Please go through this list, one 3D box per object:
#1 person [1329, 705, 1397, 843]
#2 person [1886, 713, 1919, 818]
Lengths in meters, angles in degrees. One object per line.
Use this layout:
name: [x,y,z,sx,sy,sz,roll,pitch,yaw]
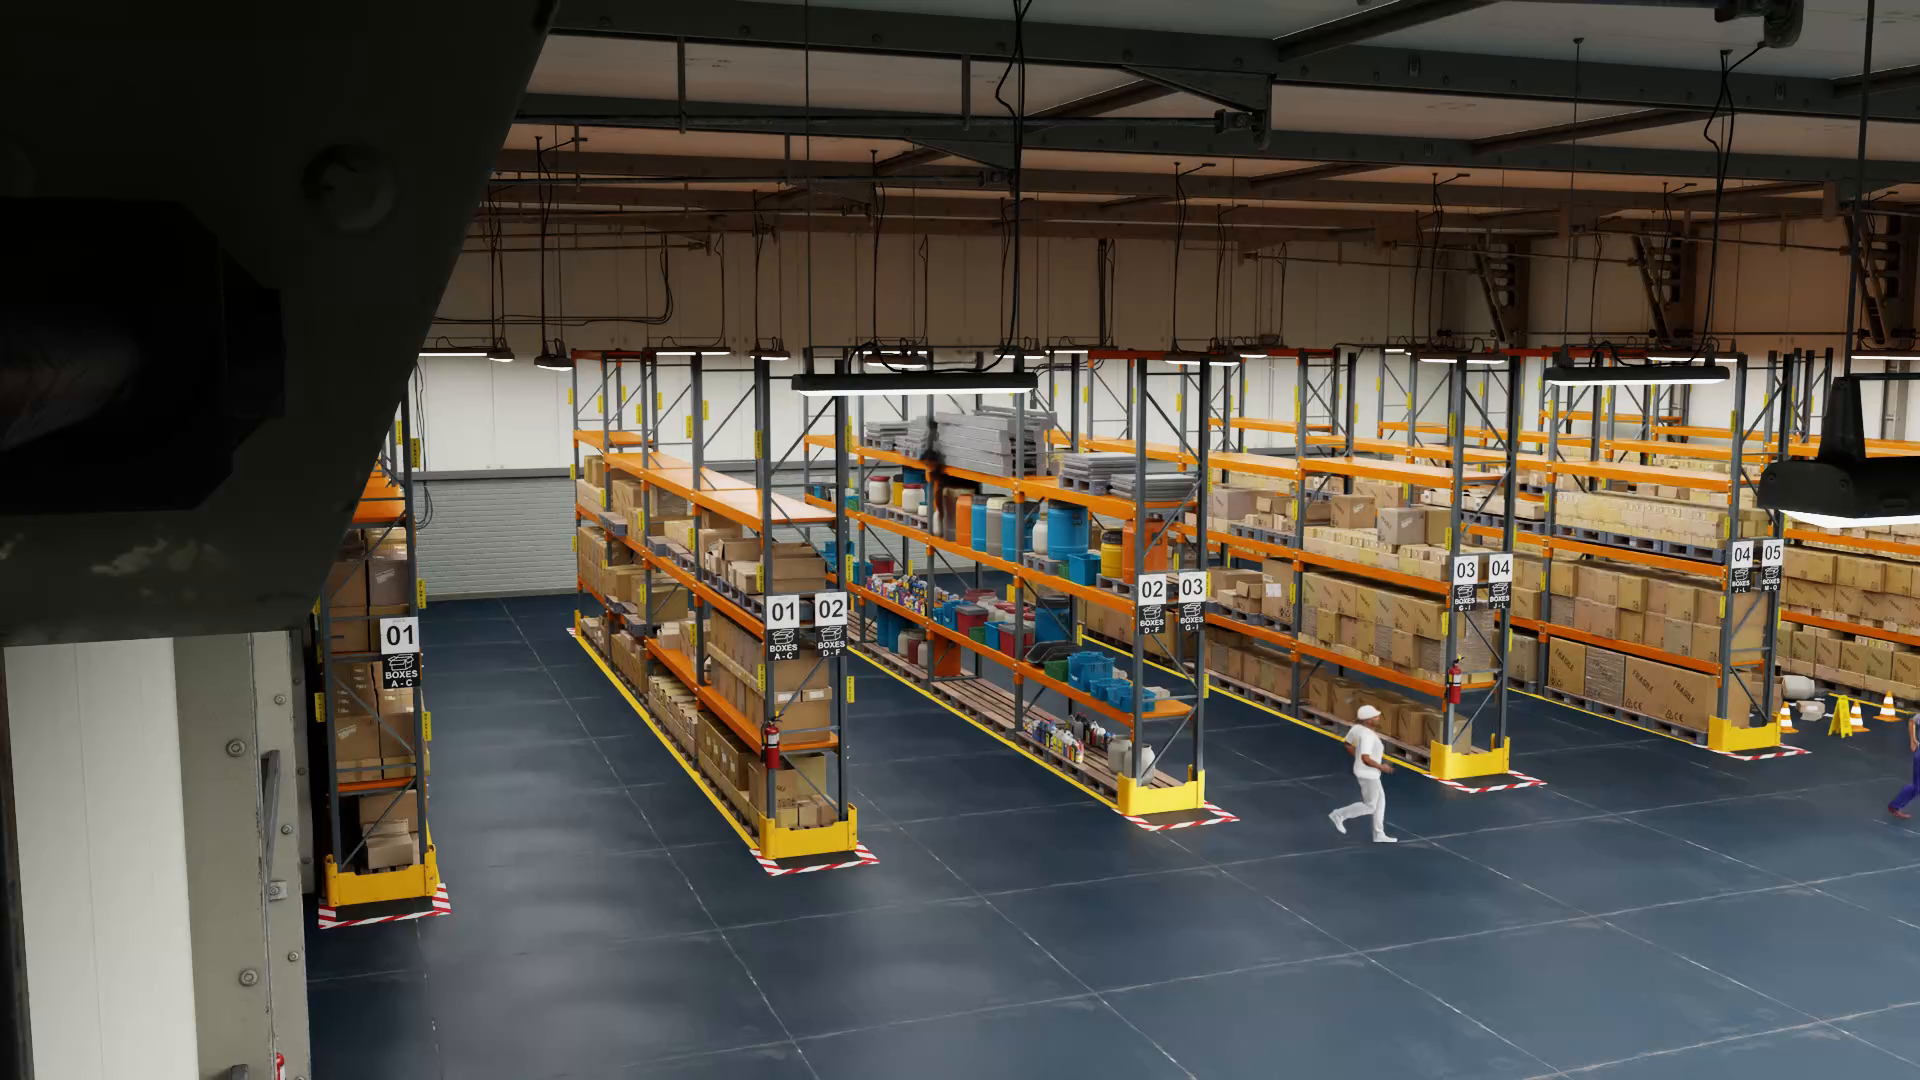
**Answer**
person: [5.023,2.915,20.659,0.870,1.749,0.696,0,7,4]
person: [12.474,2.865,21.488,0.823,1.680,0.626,3,8,23]
